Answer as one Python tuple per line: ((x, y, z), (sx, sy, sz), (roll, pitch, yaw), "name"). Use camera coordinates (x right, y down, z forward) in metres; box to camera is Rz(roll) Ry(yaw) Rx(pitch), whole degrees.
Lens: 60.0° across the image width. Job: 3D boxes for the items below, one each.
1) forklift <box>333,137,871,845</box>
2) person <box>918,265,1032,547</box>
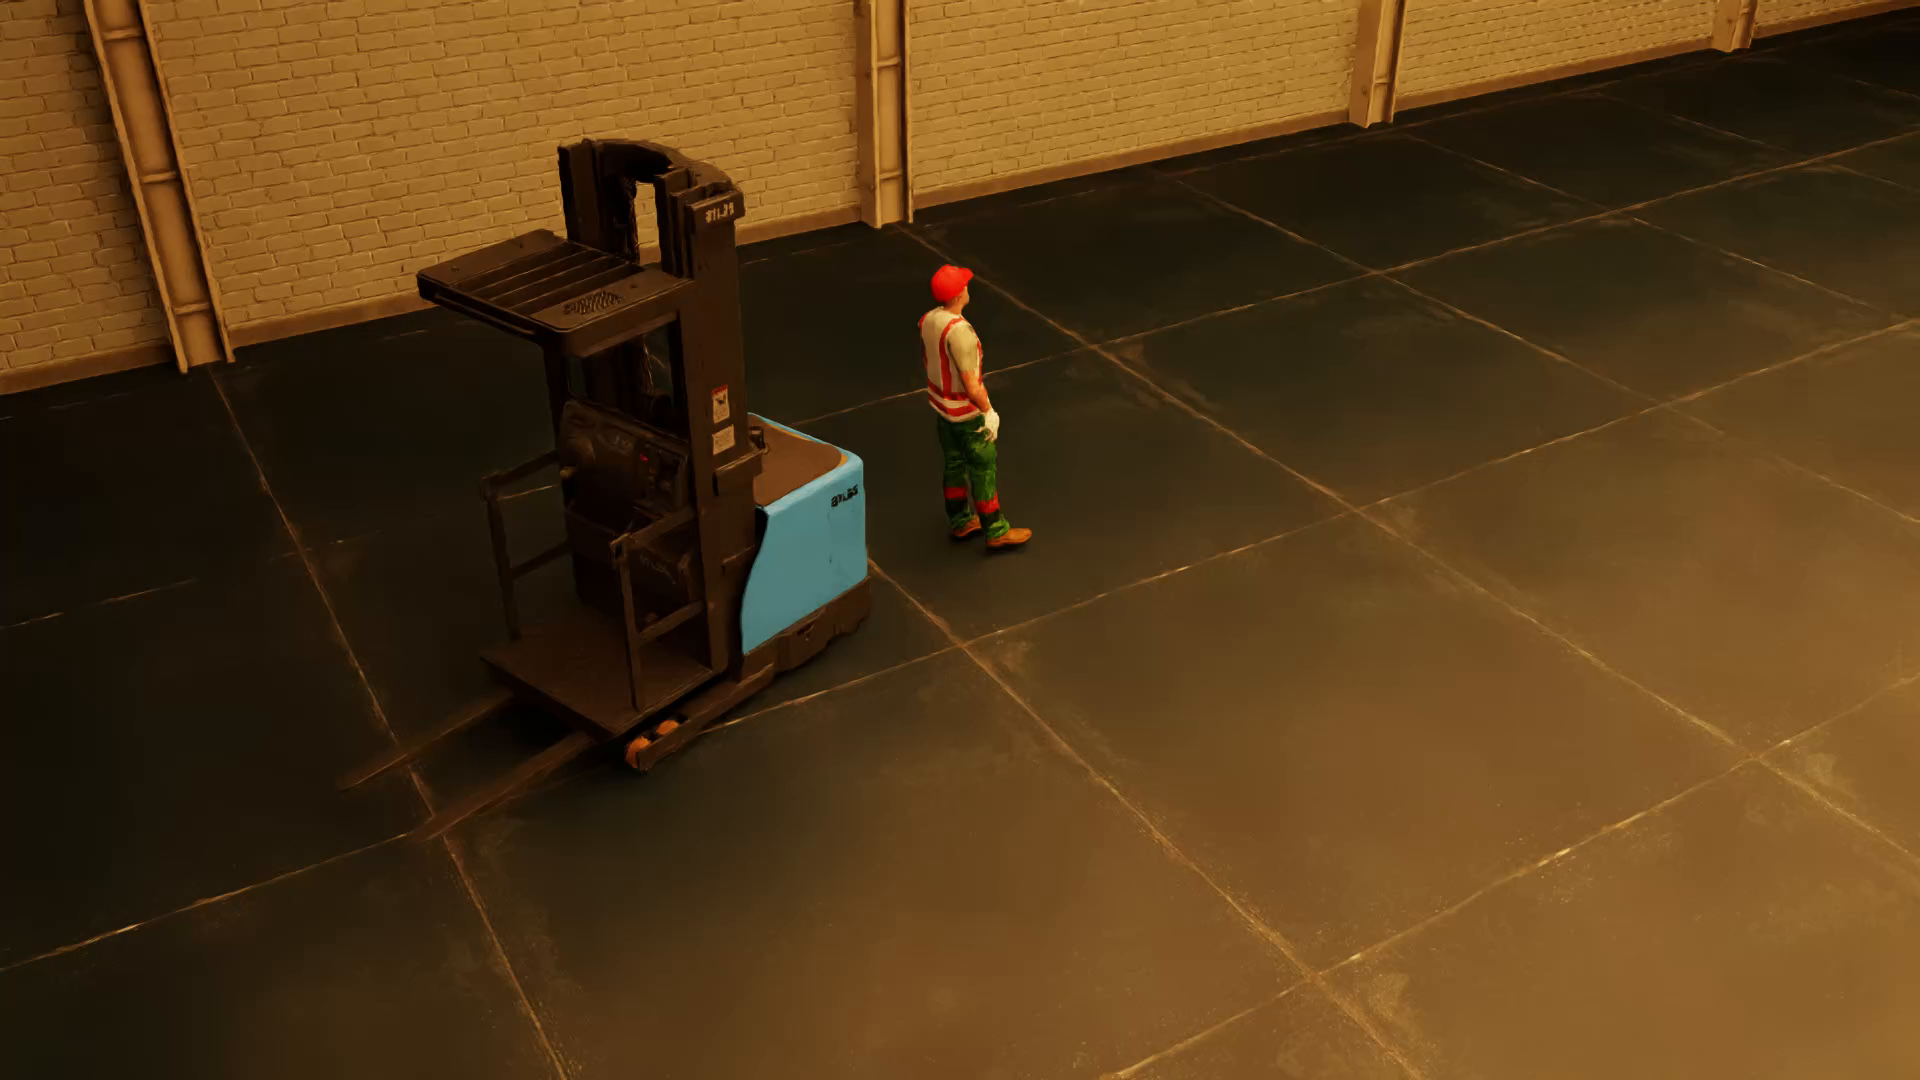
((-1.835, -0.366, 8.258), (1.130, 2.935, 3.031), (23, 38, 33), "forklift")
((0.074, -0.824, 10.044), (0.563, 1.787, 0.637), (-17, 35, -26), "person")
